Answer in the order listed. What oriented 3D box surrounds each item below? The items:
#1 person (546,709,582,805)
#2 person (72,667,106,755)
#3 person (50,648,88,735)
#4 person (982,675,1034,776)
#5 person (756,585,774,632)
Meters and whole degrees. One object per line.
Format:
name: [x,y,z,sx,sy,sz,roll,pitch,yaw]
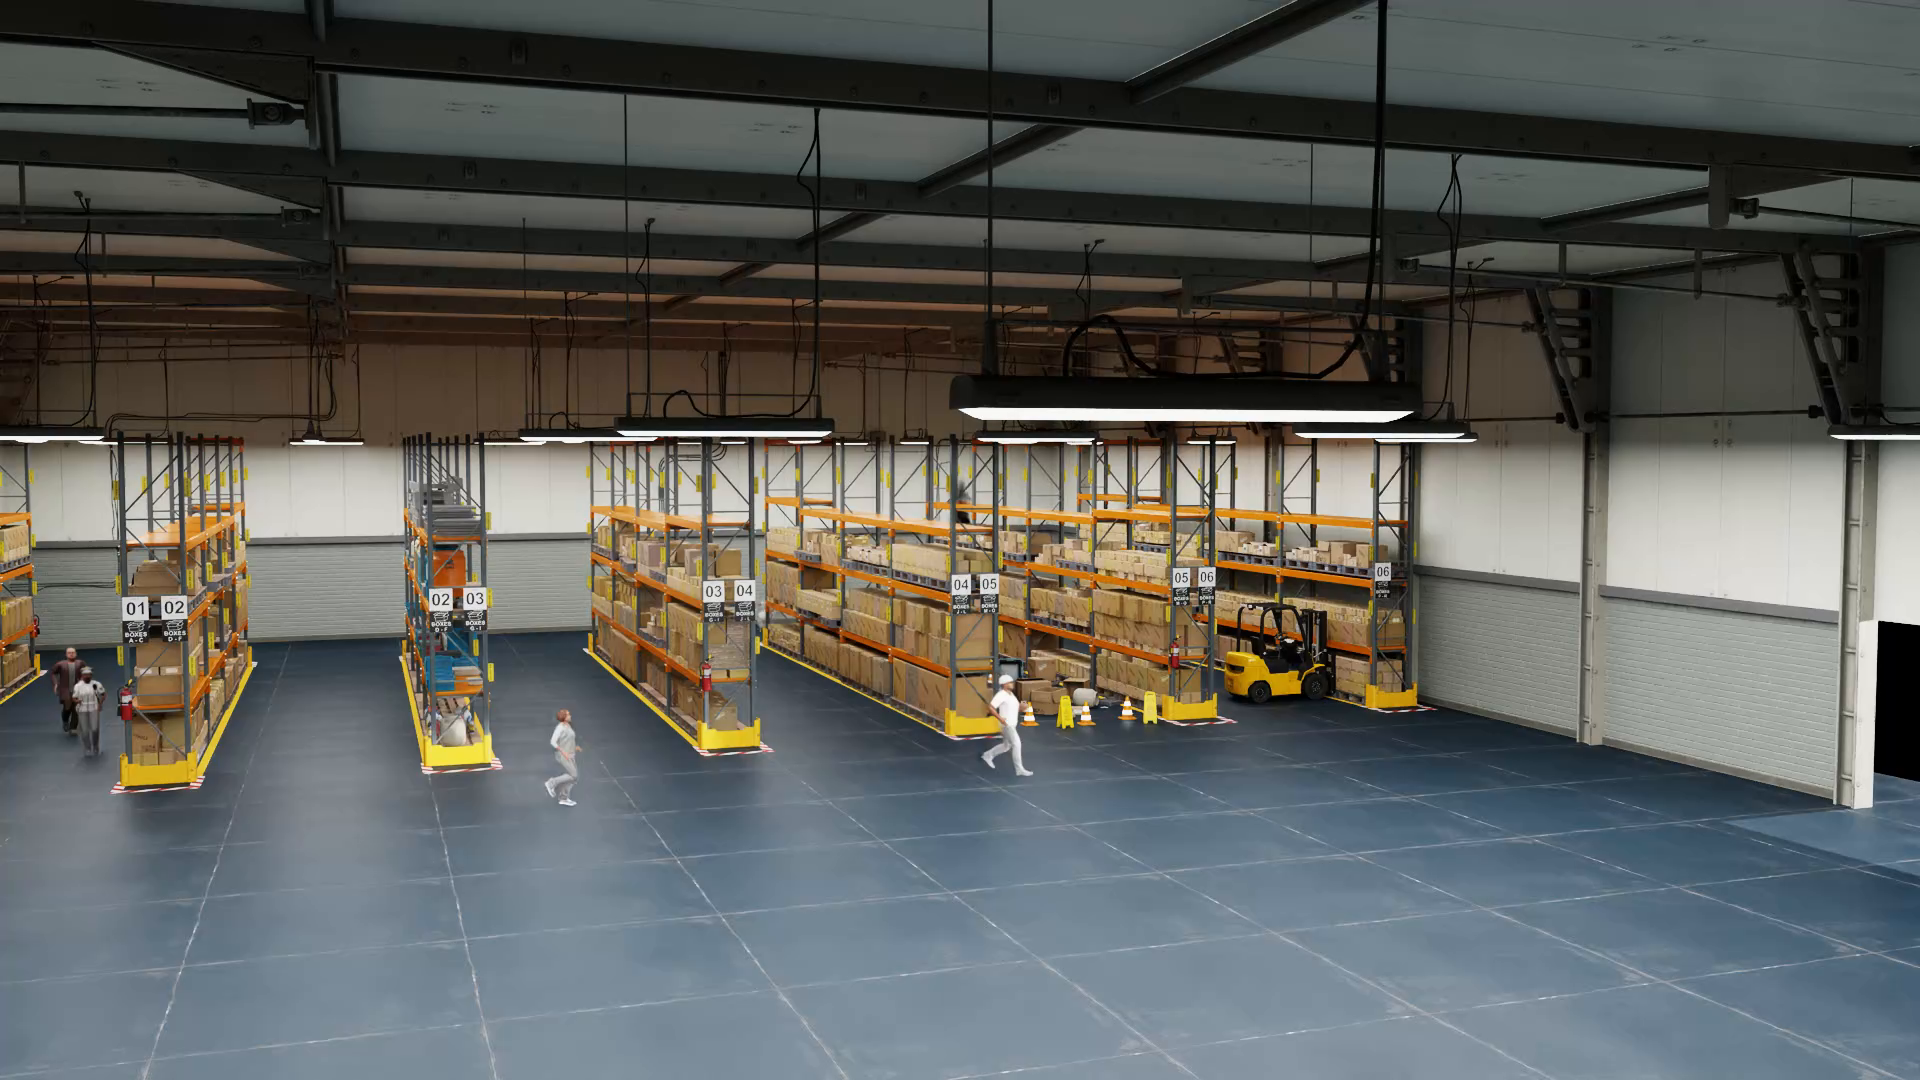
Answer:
person: [-6.346,3.474,26.609,0.547,1.554,0.502,0,3,4]
person: [-16.112,3.175,30.764,0.562,1.668,0.571,-2,4,-26]
person: [-17.681,3.016,33.096,0.699,1.736,0.619,-2,4,-35]
person: [0.825,3.220,29.018,0.968,1.747,0.710,1,3,17]
person: [-5.720,2.141,49.629,0.706,1.715,0.836,-1,3,-11]
